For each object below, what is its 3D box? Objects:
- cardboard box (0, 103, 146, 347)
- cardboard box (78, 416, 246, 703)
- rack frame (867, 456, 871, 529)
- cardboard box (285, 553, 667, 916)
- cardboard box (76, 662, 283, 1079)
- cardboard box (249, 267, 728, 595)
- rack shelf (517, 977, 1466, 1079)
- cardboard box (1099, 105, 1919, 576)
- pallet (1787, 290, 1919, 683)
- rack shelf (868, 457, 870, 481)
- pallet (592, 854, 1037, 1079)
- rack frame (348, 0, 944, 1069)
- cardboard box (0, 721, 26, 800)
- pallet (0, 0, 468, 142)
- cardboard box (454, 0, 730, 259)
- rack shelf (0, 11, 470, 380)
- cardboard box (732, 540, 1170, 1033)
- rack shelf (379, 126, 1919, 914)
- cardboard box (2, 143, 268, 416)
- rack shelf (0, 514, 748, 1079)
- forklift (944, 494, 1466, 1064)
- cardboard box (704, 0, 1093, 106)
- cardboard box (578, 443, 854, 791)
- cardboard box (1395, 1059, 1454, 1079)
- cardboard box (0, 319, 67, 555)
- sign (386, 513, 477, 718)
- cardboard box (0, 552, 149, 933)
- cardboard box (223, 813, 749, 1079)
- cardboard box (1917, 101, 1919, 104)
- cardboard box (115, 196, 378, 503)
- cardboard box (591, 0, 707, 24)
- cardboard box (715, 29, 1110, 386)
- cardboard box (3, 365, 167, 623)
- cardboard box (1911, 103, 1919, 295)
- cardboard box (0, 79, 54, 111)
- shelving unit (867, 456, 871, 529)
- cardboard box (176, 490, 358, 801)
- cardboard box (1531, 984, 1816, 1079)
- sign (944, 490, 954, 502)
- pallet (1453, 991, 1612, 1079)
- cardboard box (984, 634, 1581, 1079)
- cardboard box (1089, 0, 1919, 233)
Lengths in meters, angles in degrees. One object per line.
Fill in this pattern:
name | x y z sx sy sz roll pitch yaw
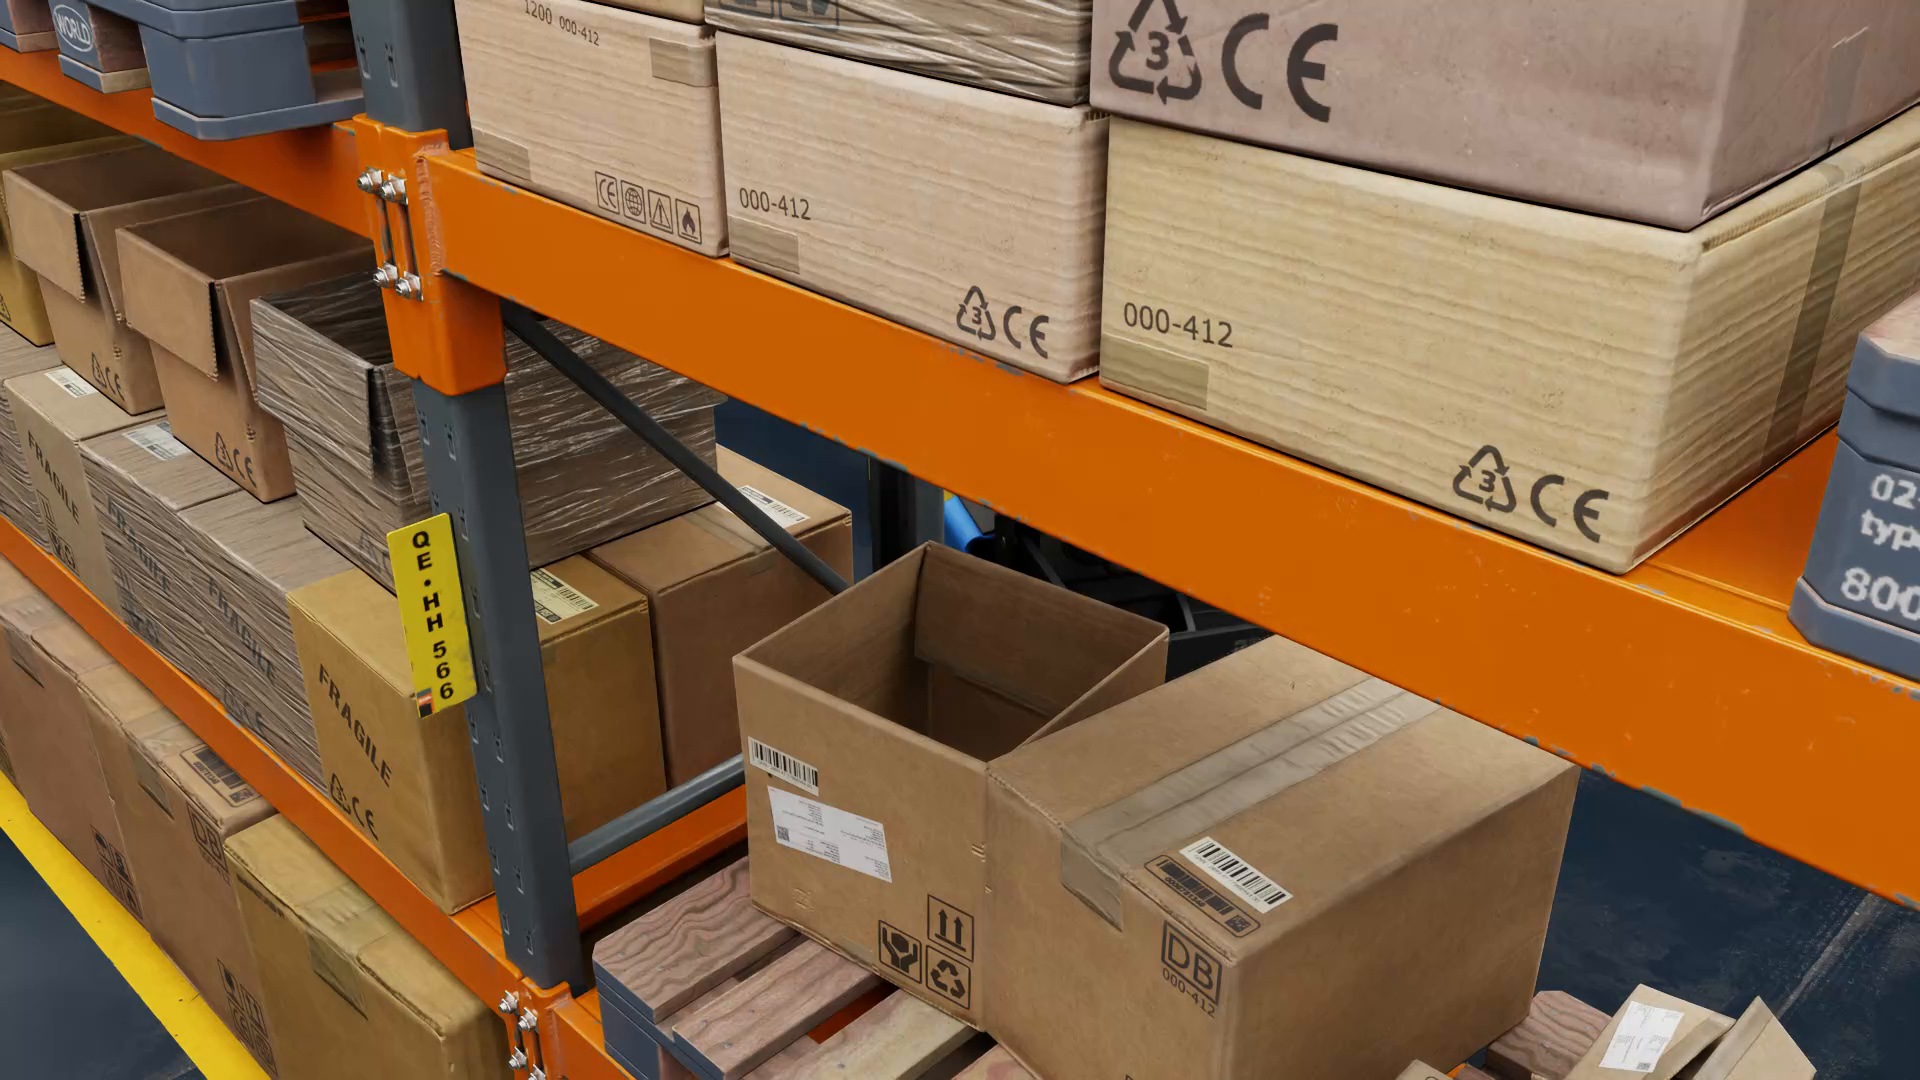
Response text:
cardboard box | -2.332 -0.914 4.579 0.797 0.503 0.637 -25 37 -39
cardboard box | -1.672 -0.010 3.938 0.500 0.500 0.500 23 36 37
rack frame | -0.256 -0.781 7.124 0.023 1.500 0.400 25 36 38
cardboard box | -0.948 0.323 3.305 0.500 0.500 0.500 -24 36 -38
cardboard box | -1.530 0.675 4.574 0.875 0.875 1.225 25 36 39
cardboard box | -0.932 -0.286 3.385 0.797 0.503 0.637 -24 36 -38
rack shelf | 1.004 1.417 2.104 4.000 0.370 1.077 25 36 38
cardboard box | 0.473 -0.245 1.431 0.500 0.250 0.500 -24 36 -38
pallet | 1.323 -0.067 1.133 1.003 0.211 1.213 25 36 38
rack shelf | 0.005 -0.373 7.049 0.720 0.370 0.431 25 36 38
pallet | 0.160 0.728 2.848 1.003 0.211 1.213 25 36 38
rack frame | -0.420 0.445 3.180 0.053 2.616 0.949 25 36 38
cardboard box | -2.804 0.098 5.672 0.875 0.875 1.225 25 36 39
pallet | -0.919 -0.990 2.890 1.213 0.211 1.003 -23 36 -37
cardboard box | -0.266 -0.577 2.063 0.500 0.250 0.500 -25 36 -38
rack shelf | -1.849 -1.215 3.888 4.000 0.370 1.077 25 36 38
cardboard box | -0.009 0.379 2.747 0.500 0.500 0.500 20 33 33
rack shelf | 1.004 0.090 1.406 4.000 0.370 1.077 25 36 38
cardboard box | -1.878 -0.716 4.203 0.797 0.503 0.637 -24 36 -38
rack shelf | -1.849 0.112 4.587 4.000 0.370 1.077 25 36 38
forklift | 0.701 -0.101 4.293 1.130 2.935 3.031 -8 29 -14
cardboard box | 0.091 -0.741 1.569 0.500 0.500 0.500 25 37 39
cardboard box | -0.578 0.153 3.628 0.500 0.500 0.500 -24 36 -38
cardboard box | 0.611 0.950 1.930 0.500 0.250 0.500 23 36 37
cardboard box | -2.406 -0.343 4.572 0.500 0.500 0.500 24 36 37
sign | -0.809 0.119 2.556 0.005 0.325 0.100 25 36 38
cardboard box | -2.167 0.389 5.119 0.875 0.875 1.225 23 36 37
cardboard box | -0.900 0.969 4.016 0.875 0.875 1.225 23 35 36
cardboard box | 0.809 -0.744 1.574 0.500 0.500 0.500 -25 36 -38
cardboard box | -1.395 -0.499 3.791 0.797 0.503 0.637 -24 36 -38
cardboard box | -0.268 -0.908 1.886 0.500 0.500 0.500 -25 37 -39
cardboard box | 0.100 -0.409 1.744 0.500 0.250 0.500 -24 36 -38
cardboard box | -2.034 -0.176 4.254 0.500 0.500 0.500 -24 36 -38
cardboard box | 0.808 -0.419 1.762 0.500 0.250 0.500 -24 36 -38
cardboard box | -2.813 -1.141 5.012 0.637 0.503 0.797 23 36 37
shelving unit | 0.005 -0.662 6.897 0.755 1.500 0.431 25 36 38
cardboard box | -1.299 0.159 3.618 0.500 0.500 0.500 24 36 38
cardboard box | 0.956 0.774 2.247 0.258 0.266 0.396 23 36 37
sign | -0.049 -0.214 3.275 0.005 0.325 0.100 25 36 38
pallet | 1.018 1.164 2.020 1.213 0.211 1.003 25 36 38
cardboard box | 0.459 0.528 2.464 0.700 0.500 0.500 -19 33 -32
cardboard box | 0.455 -0.580 1.262 0.500 0.500 0.500 23 36 37
